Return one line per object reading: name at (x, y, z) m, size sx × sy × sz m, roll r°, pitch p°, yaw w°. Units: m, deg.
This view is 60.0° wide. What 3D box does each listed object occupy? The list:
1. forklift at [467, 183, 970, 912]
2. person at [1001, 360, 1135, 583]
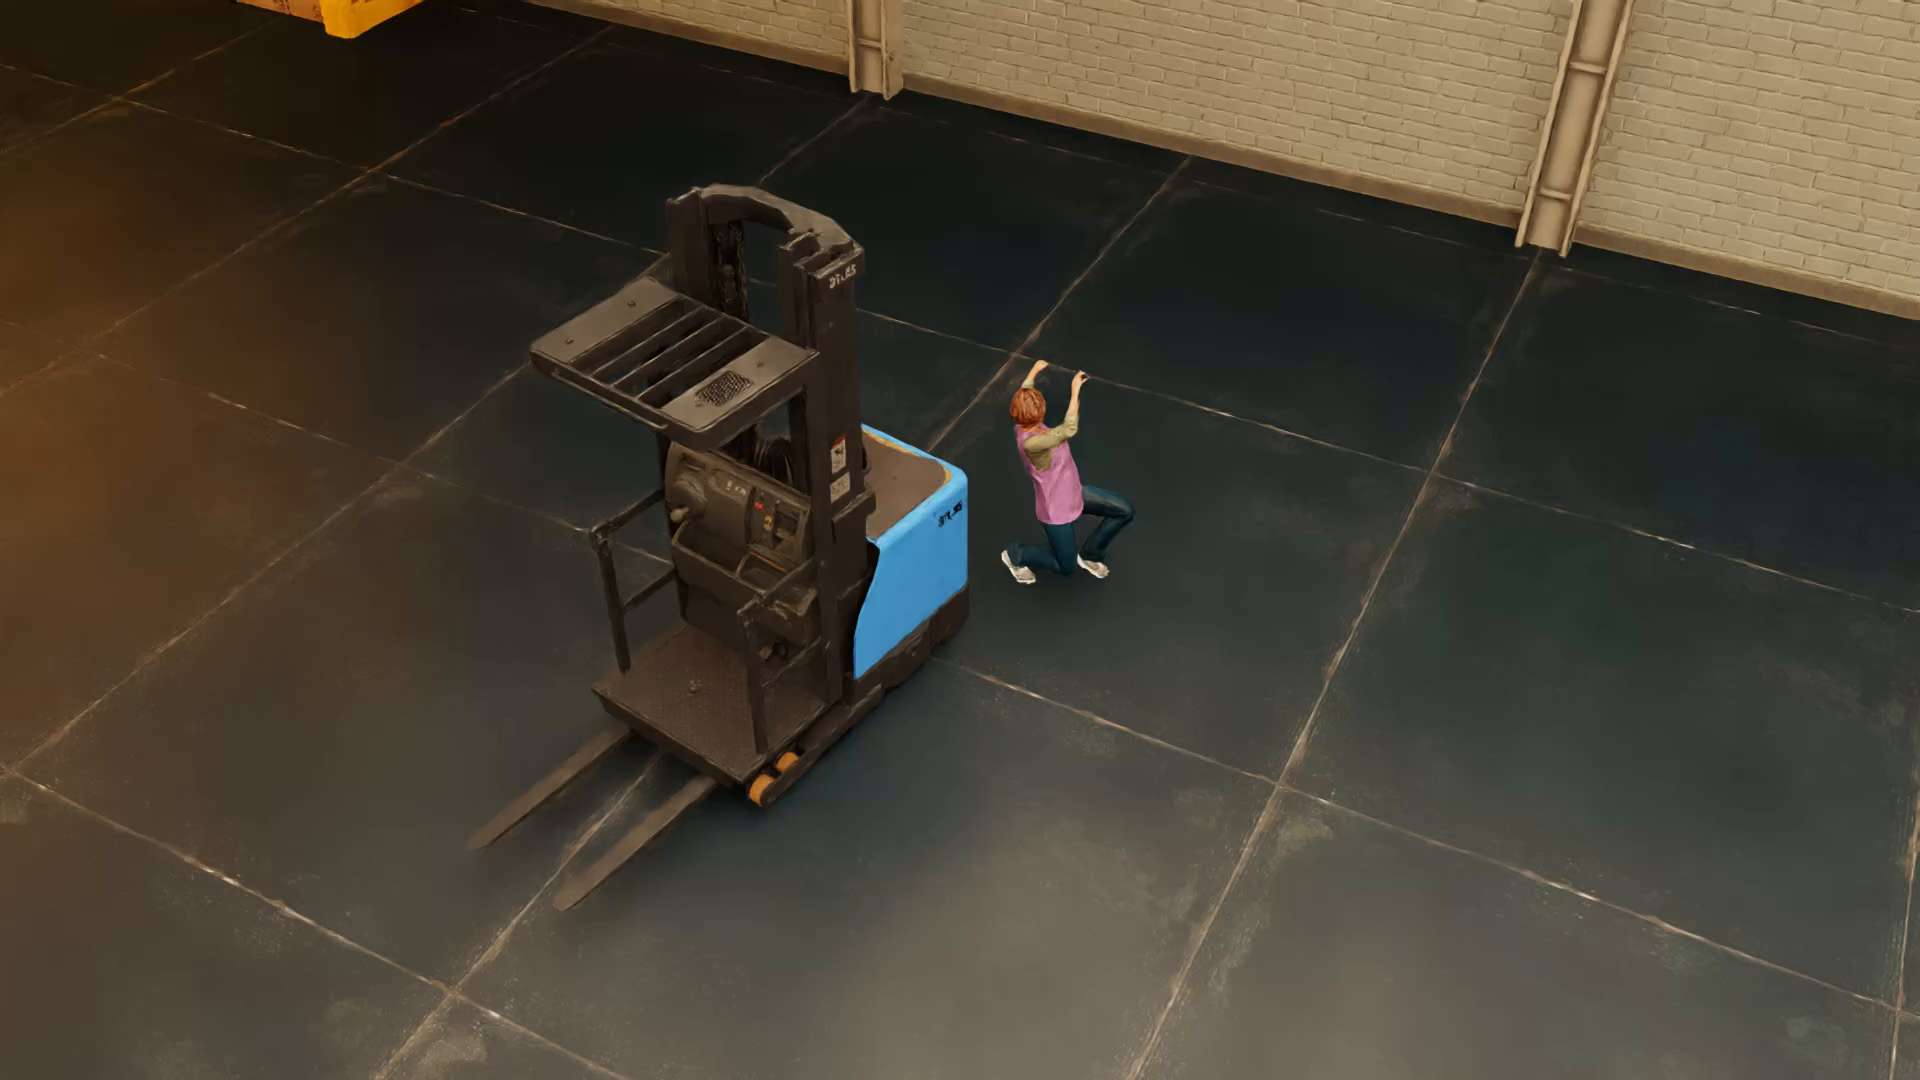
forklift at (-1.236, -0.104, 8.111) m, size 1.130 × 2.935 × 3.031 m, roll 26°, pitch 47°, yaw 28°
person at (0.671, -0.445, 9.702) m, size 0.766 × 1.445 × 0.942 m, roll 8°, pitch 41°, yaw 10°
